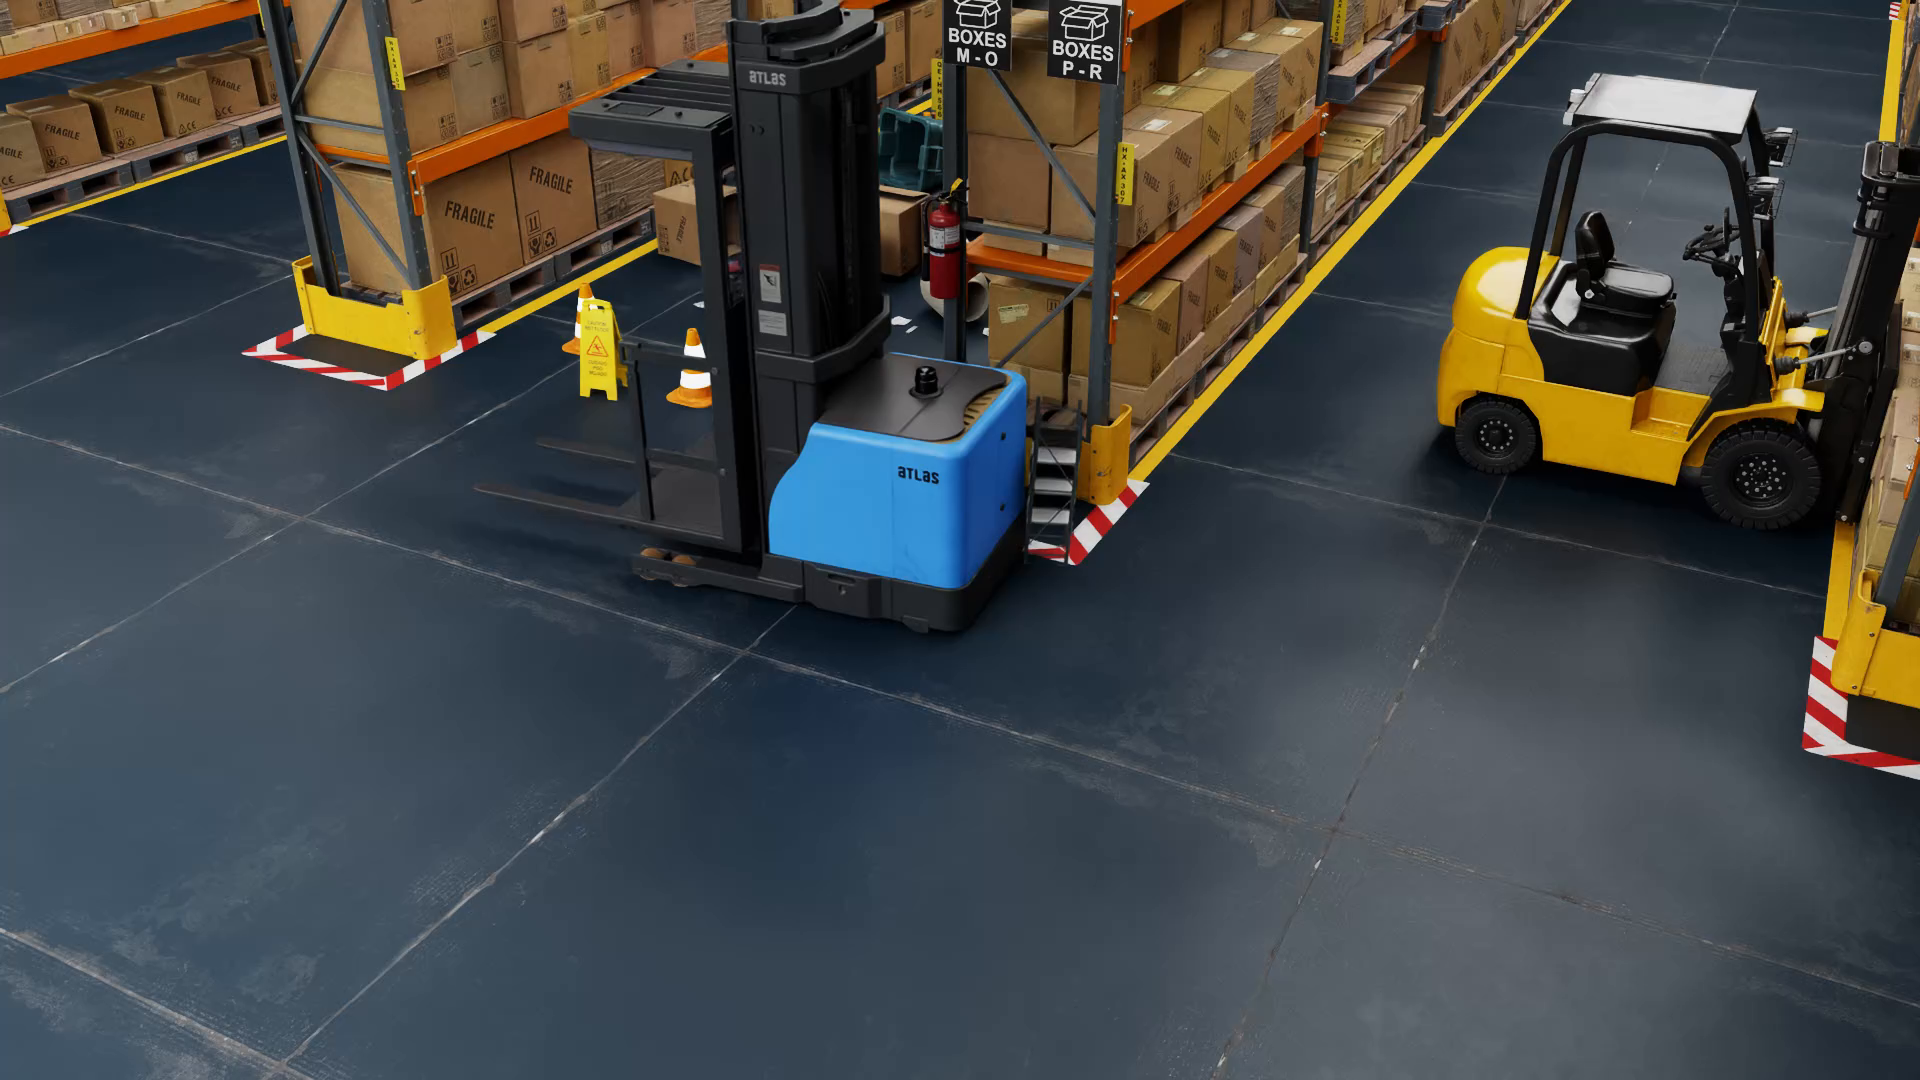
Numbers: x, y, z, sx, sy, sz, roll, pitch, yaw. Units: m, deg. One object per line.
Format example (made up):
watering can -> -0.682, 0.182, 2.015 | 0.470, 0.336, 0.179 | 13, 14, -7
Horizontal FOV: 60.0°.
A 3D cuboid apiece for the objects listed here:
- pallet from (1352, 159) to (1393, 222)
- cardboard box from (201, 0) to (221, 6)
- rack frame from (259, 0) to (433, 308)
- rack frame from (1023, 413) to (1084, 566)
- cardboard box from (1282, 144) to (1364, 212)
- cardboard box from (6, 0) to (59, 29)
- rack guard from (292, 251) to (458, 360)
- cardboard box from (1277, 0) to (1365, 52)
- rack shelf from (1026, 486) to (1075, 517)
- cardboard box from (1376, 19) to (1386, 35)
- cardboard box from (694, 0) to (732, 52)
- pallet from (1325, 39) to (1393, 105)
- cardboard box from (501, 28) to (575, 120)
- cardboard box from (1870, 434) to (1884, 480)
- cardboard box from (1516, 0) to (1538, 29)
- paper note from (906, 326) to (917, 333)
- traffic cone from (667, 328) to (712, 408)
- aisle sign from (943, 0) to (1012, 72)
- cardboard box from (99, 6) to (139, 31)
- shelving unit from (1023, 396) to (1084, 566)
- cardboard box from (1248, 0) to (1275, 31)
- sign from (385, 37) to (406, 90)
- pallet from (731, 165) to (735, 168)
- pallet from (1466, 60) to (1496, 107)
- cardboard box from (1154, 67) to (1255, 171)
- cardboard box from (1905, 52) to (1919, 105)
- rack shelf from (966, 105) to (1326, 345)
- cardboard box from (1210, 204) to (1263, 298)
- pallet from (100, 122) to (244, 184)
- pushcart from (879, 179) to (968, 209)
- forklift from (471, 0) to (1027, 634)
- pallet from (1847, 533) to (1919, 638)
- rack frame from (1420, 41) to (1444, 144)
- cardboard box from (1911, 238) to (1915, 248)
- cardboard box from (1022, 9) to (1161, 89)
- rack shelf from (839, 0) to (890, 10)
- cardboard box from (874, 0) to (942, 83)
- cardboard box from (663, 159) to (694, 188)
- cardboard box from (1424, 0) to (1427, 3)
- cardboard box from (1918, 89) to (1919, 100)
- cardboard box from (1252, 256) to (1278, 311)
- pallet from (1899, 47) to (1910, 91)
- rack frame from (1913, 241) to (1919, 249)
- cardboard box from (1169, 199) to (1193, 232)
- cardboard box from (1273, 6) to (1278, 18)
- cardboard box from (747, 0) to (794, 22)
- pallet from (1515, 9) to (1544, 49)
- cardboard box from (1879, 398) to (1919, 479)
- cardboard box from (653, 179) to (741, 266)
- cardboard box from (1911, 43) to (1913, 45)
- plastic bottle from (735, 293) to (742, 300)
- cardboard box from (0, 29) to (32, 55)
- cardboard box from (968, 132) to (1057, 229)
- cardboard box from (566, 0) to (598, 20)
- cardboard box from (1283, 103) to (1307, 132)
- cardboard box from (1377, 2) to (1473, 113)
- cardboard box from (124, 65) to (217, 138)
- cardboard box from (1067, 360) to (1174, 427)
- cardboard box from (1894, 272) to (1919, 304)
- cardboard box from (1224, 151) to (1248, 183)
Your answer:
pallet -> 3.107, -3.116, 14.464 | 1.003, 0.211, 1.213 | 14, 33, 23
cardboard box -> -6.995, -4.991, 15.182 | 0.380, 0.149, 0.250 | 14, 33, 23
rack frame -> -4.076, -2.742, 11.012 | 1.000, 3.000, 0.127 | 14, 33, 23
rack frame -> 0.491, -0.255, 8.775 | 0.240, 0.900, 0.006 | 3, 30, -1
cardboard box -> 2.760, -3.032, 13.735 | 0.950, 0.372, 0.625 | 16, 34, 26
cardboard box -> -8.050, -4.571, 13.798 | 0.875, 0.500, 0.500 | 14, 33, 23
rack guard -> -4.087, -1.647, 11.616 | 1.175, 0.500, 0.348 | 14, 33, 23
cardboard box -> 2.667, -3.934, 12.268 | 0.500, 0.500, 0.500 | 15, 33, 24
rack shelf -> 0.484, -0.200, 8.925 | 0.258, 0.077, 0.200 | 3, 30, -1
cardboard box -> 3.183, -4.149, 13.293 | 0.380, 0.149, 0.250 | 15, 33, 24
cardboard box -> -2.411, -4.414, 13.773 | 0.875, 0.550, 0.550 | 14, 33, 23
pallet -> 2.676, -3.659, 12.803 | 1.003, 0.211, 1.213 | 14, 33, 23
cardboard box -> -3.349, -3.450, 12.095 | 0.875, 0.550, 0.550 | 14, 33, 23
cardboard box -> 5.195, -0.486, 8.921 | 0.500, 0.250, 0.500 | 14, 33, 22
cardboard box -> 6.225, -6.308, 19.374 | 0.875, 0.438, 0.875 | 14, 33, 23
paper note -> -0.345, -1.502, 11.855 | 0.032, 0.001, 0.123 | 14, 33, 23
traffic cone -> -1.719, -1.148, 10.784 | 0.336, 0.463, 0.334 | 14, 33, 23
aisle sign -> 0.090, -2.829, 8.554 | 0.394, 0.787, 0.004 | 14, 33, 23
cardboard box -> -7.334, -4.518, 14.358 | 0.380, 0.149, 0.250 | 14, 33, 23
shelving unit -> 0.492, -0.306, 8.863 | 0.258, 0.900, 0.210 | 3, 30, -1
cardboard box -> 1.805, -3.897, 11.621 | 0.700, 0.500, 0.500 | 14, 33, 23
sign -> -3.585, -3.023, 10.553 | 0.100, 0.325, 0.005 | 14, 33, 23
pallet -> -1.970, -3.665, 15.420 | 1.003, 0.211, 1.213 | 14, 33, 23
pallet -> 5.004, -4.872, 17.522 | 1.003, 0.211, 1.213 | 14, 33, 23
cardboard box -> 1.528, -2.667, 10.483 | 0.500, 0.500, 0.500 | 14, 33, 22
cardboard box -> 9.378, -4.335, 15.875 | 0.500, 0.500, 0.500 | 13, 32, 22
rack shelf -> 1.287, -2.238, 10.858 | 1.077, 0.370, 4.000 | 14, 33, 23
cardboard box -> 1.706, -1.976, 11.266 | 0.500, 0.500, 0.500 | 16, 34, 26
pallet -> -7.452, -3.627, 15.354 | 1.003, 0.211, 1.213 | 14, 33, 23
pushcart -> 0.146, -2.795, 13.738 | 1.648, 0.377, 0.936 | 4, 30, 6
forklift -> -1.209, -1.253, 8.488 | 3.031, 2.935, 1.130 | 11, 32, 18
pallet -> 5.108, 0.321, 8.478 | 1.003, 0.211, 1.213 | 14, 33, 23
rack frame -> 4.021, -5.210, 15.311 | 1.000, 3.000, 0.127 | 14, 33, 23
cardboard box -> 7.207, -2.041, 11.755 | 0.875, 0.625, 0.625 | 14, 33, 23
cardboard box -> 0.793, -3.018, 10.090 | 0.700, 0.500, 0.500 | 14, 33, 23
rack shelf -> -1.343, -5.090, 15.823 | 1.077, 0.370, 4.000 | 14, 33, 23
cardboard box -> -0.789, -5.245, 17.209 | 1.050, 0.750, 0.750 | 14, 33, 23
cardboard box -> -2.603, -3.513, 14.067 | 0.875, 0.875, 0.875 | 15, 33, 24
cardboard box -> 3.827, -4.718, 14.284 | 0.380, 0.149, 0.250 | 13, 32, 21
cardboard box -> 8.537, -3.870, 14.413 | 0.380, 0.149, 0.250 | 13, 32, 21
cardboard box -> 1.935, -1.865, 11.825 | 0.500, 0.250, 0.500 | 13, 32, 22
pallet -> 10.577, -4.954, 17.665 | 1.003, 0.211, 1.213 | 14, 33, 23
rack frame -> 6.619, -2.312, 10.265 | 1.000, 3.000, 0.127 | 14, 33, 23
cardboard box -> 1.167, -1.975, 9.929 | 0.380, 0.149, 0.250 | 15, 33, 24
cardboard box -> 2.205, -4.048, 12.466 | 0.500, 0.500, 0.500 | 14, 33, 22
cardboard box -> -1.775, -4.730, 14.375 | 0.500, 0.500, 0.500 | 15, 33, 24
pallet -> 6.259, -6.093, 19.649 | 1.003, 0.211, 1.213 | 14, 33, 23
cardboard box -> 4.956, -0.465, 8.383 | 0.500, 0.250, 0.500 | 15, 33, 24
cardboard box -> -2.048, -2.511, 13.118 | 0.500, 0.500, 0.500 | 21, 36, 32
cardboard box -> 10.418, -5.327, 17.839 | 0.396, 0.266, 0.258 | 16, 33, 25
plastic bottle -> -1.583, -1.858, 12.425 | 0.133, 0.061, 0.283 | 4, 30, 6
cardboard box -> -7.845, -4.089, 13.611 | 0.380, 0.149, 0.250 | 14, 33, 23
cardboard box -> 0.378, -2.139, 9.564 | 0.500, 0.500, 0.500 | 14, 33, 22
cardboard box -> -3.203, -4.177, 12.277 | 0.875, 0.550, 0.500 | 14, 33, 23
cardboard box -> 2.216, -3.004, 11.721 | 0.380, 0.149, 0.250 | 15, 33, 24
cardboard box -> 4.409, -4.758, 16.236 | 0.875, 0.875, 0.875 | 14, 33, 23
cardboard box -> -7.308, -4.066, 15.407 | 0.500, 0.500, 0.500 | 11, 32, 19
cardboard box -> 0.990, -0.948, 10.228 | 0.500, 0.250, 0.500 | 14, 33, 23
cardboard box -> 5.877, -1.368, 9.956 | 0.500, 0.250, 0.500 | 14, 33, 23
cardboard box -> 1.635, -2.436, 10.732 | 0.380, 0.149, 0.250 | 15, 33, 24
